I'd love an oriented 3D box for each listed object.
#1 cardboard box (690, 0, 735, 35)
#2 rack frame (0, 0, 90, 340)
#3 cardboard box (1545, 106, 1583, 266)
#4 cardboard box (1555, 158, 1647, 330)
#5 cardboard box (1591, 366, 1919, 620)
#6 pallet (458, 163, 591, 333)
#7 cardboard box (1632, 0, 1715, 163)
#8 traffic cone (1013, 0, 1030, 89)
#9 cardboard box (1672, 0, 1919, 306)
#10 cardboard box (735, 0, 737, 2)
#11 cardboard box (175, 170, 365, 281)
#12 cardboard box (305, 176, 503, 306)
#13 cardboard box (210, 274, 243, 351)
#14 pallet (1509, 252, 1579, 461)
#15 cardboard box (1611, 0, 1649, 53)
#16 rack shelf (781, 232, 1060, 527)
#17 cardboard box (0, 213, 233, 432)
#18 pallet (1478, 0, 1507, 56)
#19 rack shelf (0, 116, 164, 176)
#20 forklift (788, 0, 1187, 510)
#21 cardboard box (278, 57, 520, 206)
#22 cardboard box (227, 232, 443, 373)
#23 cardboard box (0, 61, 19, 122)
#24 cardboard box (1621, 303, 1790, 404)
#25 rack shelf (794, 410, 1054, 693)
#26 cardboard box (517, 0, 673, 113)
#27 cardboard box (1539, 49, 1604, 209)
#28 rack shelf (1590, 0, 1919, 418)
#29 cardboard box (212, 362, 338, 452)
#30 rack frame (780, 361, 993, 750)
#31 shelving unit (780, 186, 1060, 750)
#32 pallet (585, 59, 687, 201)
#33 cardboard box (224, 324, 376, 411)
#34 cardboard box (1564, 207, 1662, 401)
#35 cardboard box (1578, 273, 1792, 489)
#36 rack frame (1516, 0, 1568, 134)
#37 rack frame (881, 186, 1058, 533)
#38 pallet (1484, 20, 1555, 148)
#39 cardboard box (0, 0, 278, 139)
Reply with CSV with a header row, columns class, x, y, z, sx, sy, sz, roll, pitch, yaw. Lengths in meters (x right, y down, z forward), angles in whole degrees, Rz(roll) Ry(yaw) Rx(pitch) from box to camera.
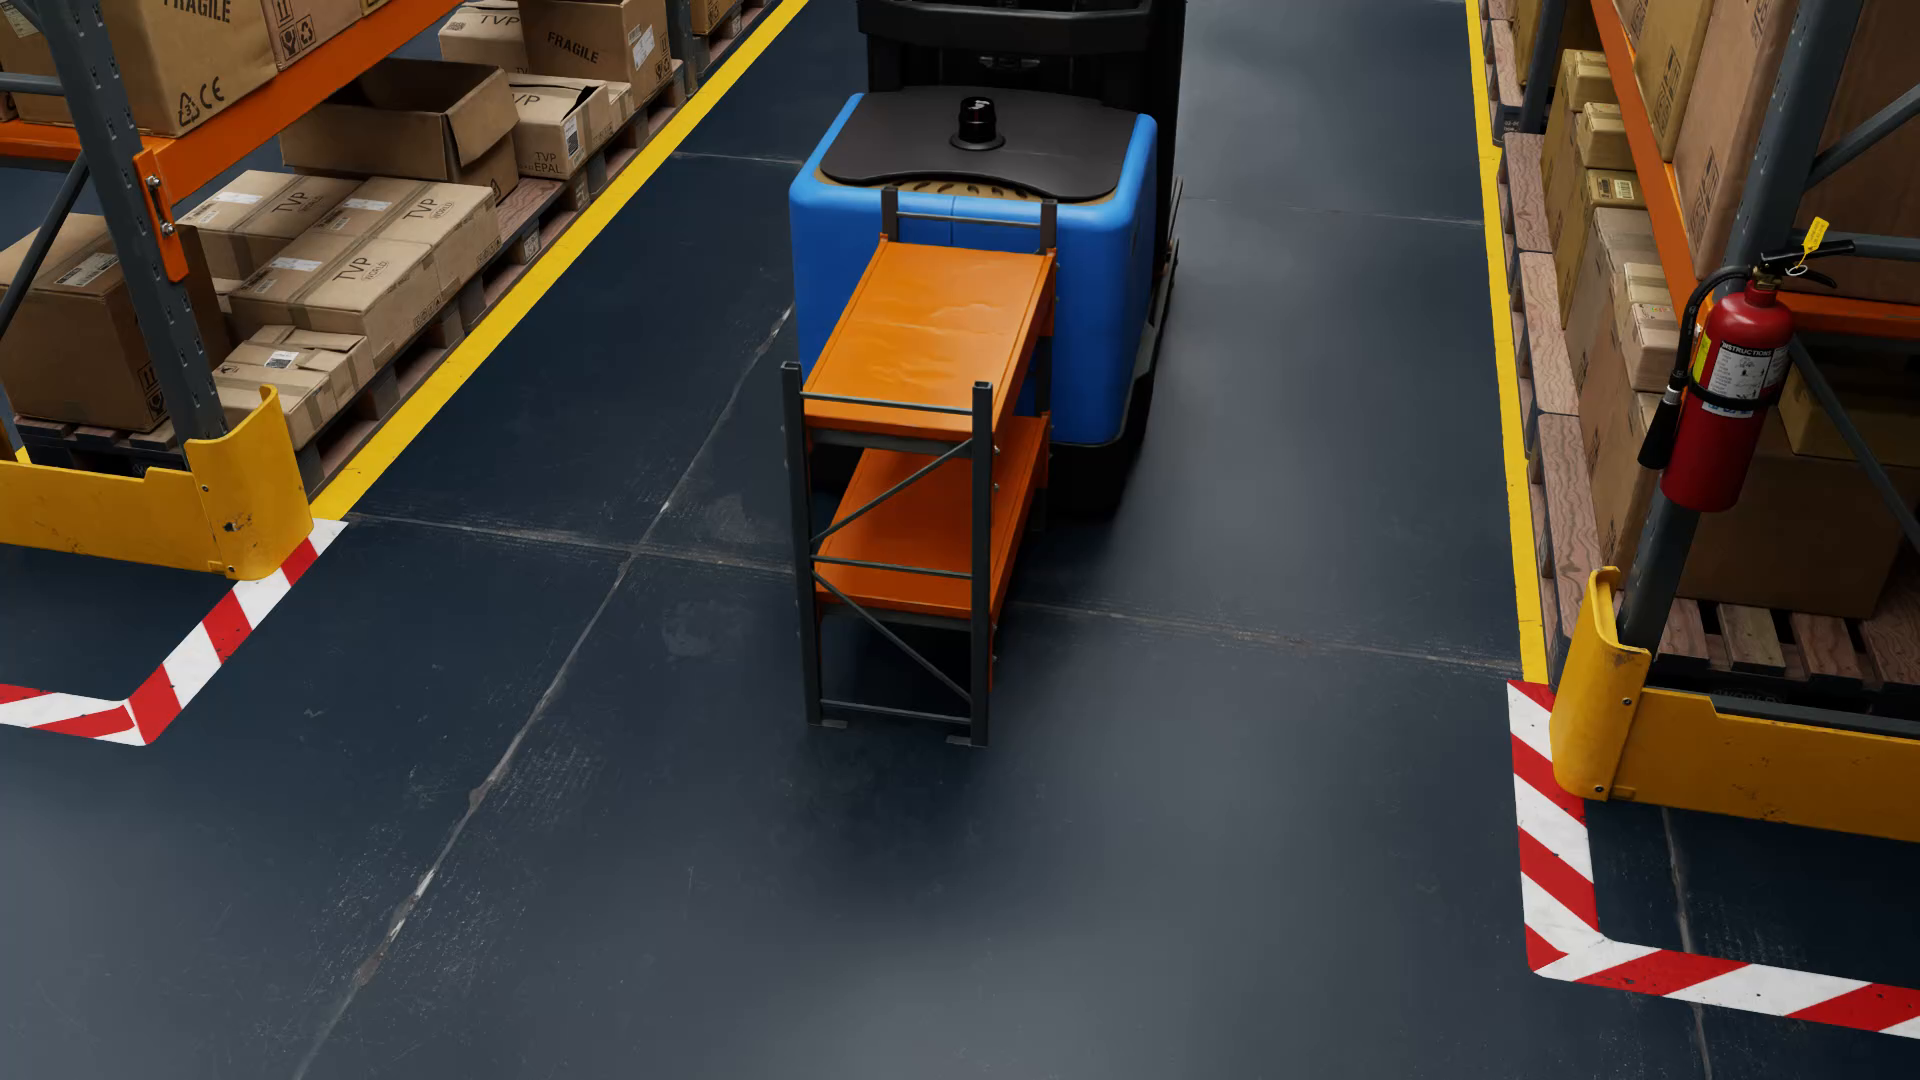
class,x,y,z,sx,sy,sz,roll,pitch,yaw
cardboard box,-1.476,-2.916,8.472,0.500,0.500,0.500,6,36,8
rack frame,-2.669,-1.209,4.363,0.949,2.616,0.053,7,37,10
cardboard box,2.652,-1.339,6.313,0.700,0.500,0.500,7,37,9
cardboard box,2.540,-1.045,5.907,0.700,0.500,0.500,8,37,11
cardboard box,2.220,-0.163,4.691,0.700,0.500,0.500,7,37,10
pallet,-2.224,-1.279,6.835,1.003,0.211,1.213,7,37,10
cardboard box,2.412,-1.425,4.404,0.980,0.700,0.700,7,37,10
traffic cone,0.213,-1.560,5.556,0.062,1.202,0.307,7,37,10
cardboard box,2.267,-1.006,3.826,0.980,0.700,0.700,9,37,12
cardboard box,-1.373,-3.223,8.896,0.500,0.500,0.500,8,37,11
cardboard box,-2.564,-1.158,6.260,0.500,0.250,0.500,7,37,10
cardboard box,-2.065,-1.124,6.213,0.500,0.250,0.500,7,37,10
cardboard box,-2.622,-0.804,5.843,0.380,0.166,0.250,7,37,10
pallet,2.525,-0.627,5.936,1.003,0.211,1.213,7,37,10
cardboard box,2.584,-1.861,5.005,0.980,0.700,0.700,6,36,8
rack shelf,-0.074,-0.458,4.425,0.538,0.278,1.000,7,36,9
cardboard box,-2.796,-0.718,5.440,0.500,0.500,0.500,7,37,10
pallet,3.372,-2.908,9.083,1.003,0.211,1.213,7,37,10
rack shelf,-2.245,-2.144,6.099,0.919,0.124,3.809,7,37,10
forklift,0.268,-2.142,5.707,1.130,2.935,3.031,7,36,9
cardboard box,-2.214,-1.593,6.644,0.797,0.503,0.637,7,37,10
cardboard box,-2.172,-0.837,5.817,0.500,0.250,0.500,7,37,10
cardboard box,-2.842,-1.541,4.735,0.500,0.500,0.500,8,37,11
cardboard box,2.070,-0.522,4.633,0.380,0.149,0.250,7,37,9
rack shelf,-0.074,-0.023,4.741,0.538,0.278,1.000,7,36,9
cardboard box,-1.662,-2.307,7.632,0.500,0.500,0.500,7,37,10
cardboard box,2.763,-1.626,6.710,0.700,0.500,0.500,8,37,11
rack shelf,2.596,-1.446,5.303,1.077,0.370,4.000,7,37,10
cardboard box,-2.247,-0.431,5.342,0.380,0.149,0.250,7,37,10
rack frame,-0.172,0.071,4.193,0.500,1.125,0.032,7,36,9
shelving unit,-0.074,-0.221,4.597,0.538,1.125,1.048,7,36,9
pallet,-1.965,-1.980,7.802,1.003,0.211,1.213,7,37,10
cardboard box,-2.193,-0.581,5.535,0.380,0.166,0.250,7,37,10
cardboard box,2.434,-0.738,5.484,0.700,0.500,0.500,6,36,8
cardboard box,2.327,-0.450,5.086,0.700,0.500,0.500,7,37,10
rack frame,3.023,-2.884,6.673,1.000,3.000,0.127,7,37,10
rack frame,0.024,-0.514,5.001,0.500,1.125,0.032,7,36,9
pallet,3.114,-2.207,8.115,1.003,0.211,1.213,7,37,10
cardboard box,-2.319,-1.472,4.639,0.500,0.500,0.500,8,37,11
